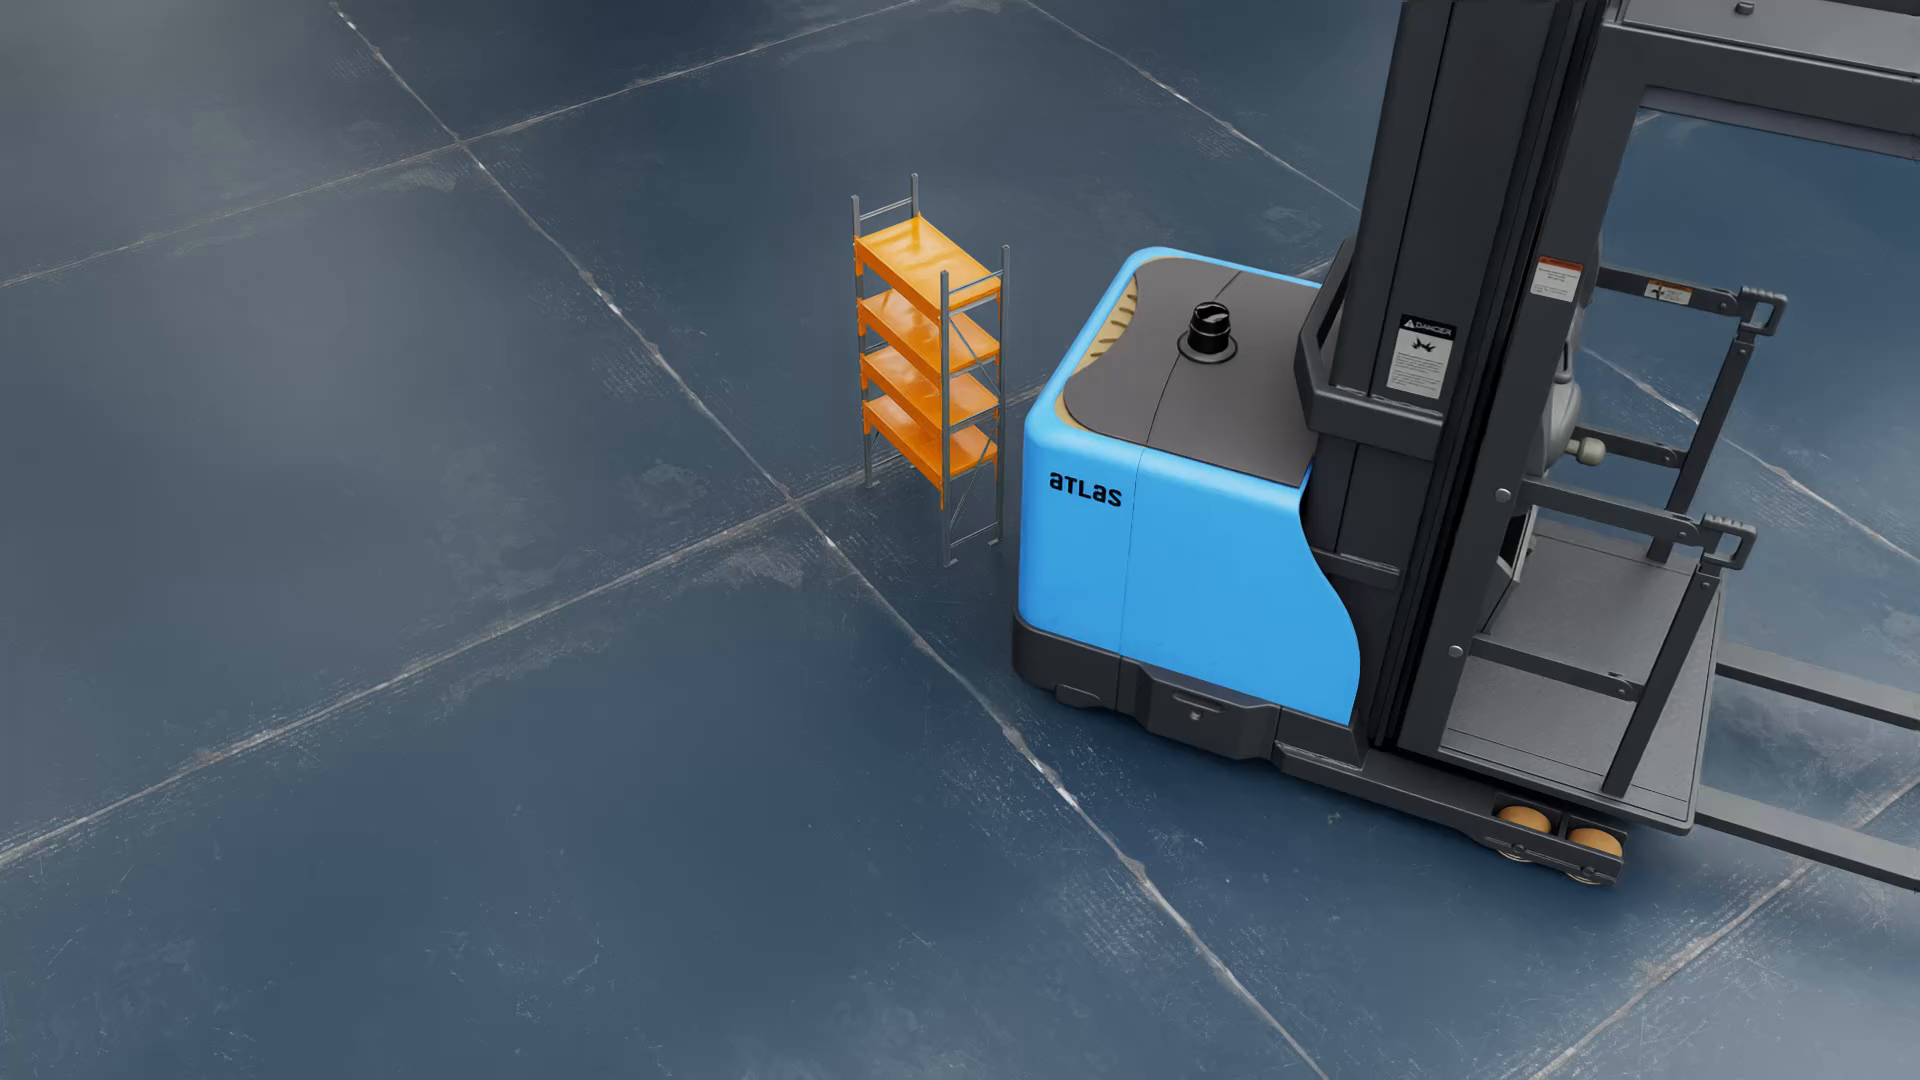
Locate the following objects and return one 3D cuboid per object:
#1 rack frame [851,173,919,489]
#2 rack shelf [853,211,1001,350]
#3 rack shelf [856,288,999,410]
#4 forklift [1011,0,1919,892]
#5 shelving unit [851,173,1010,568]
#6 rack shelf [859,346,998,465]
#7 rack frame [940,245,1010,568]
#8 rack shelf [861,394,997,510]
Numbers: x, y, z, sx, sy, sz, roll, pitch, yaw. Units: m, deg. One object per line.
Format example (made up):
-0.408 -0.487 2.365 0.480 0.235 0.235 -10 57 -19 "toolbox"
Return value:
-0.234 -0.666 5.579 0.240 1.200 0.015 -26 49 -24 "rack frame"
-0.095 -0.812 5.163 0.258 0.148 0.480 -26 49 -24 "rack shelf"
-0.095 -0.641 5.326 0.258 0.148 0.480 -26 49 -24 "rack shelf"
1.727 -0.503 4.155 3.031 2.935 1.130 17 46 17 "forklift"
-0.095 -0.528 5.434 0.258 1.200 0.503 -26 49 -24 "shelving unit"
-0.095 -0.479 5.480 0.258 0.148 0.480 -26 49 -24 "rack shelf"
0.045 -0.390 5.289 0.240 1.200 0.015 -26 49 -24 "rack frame"
-0.095 -0.335 5.617 0.258 0.148 0.480 -26 49 -24 "rack shelf"
